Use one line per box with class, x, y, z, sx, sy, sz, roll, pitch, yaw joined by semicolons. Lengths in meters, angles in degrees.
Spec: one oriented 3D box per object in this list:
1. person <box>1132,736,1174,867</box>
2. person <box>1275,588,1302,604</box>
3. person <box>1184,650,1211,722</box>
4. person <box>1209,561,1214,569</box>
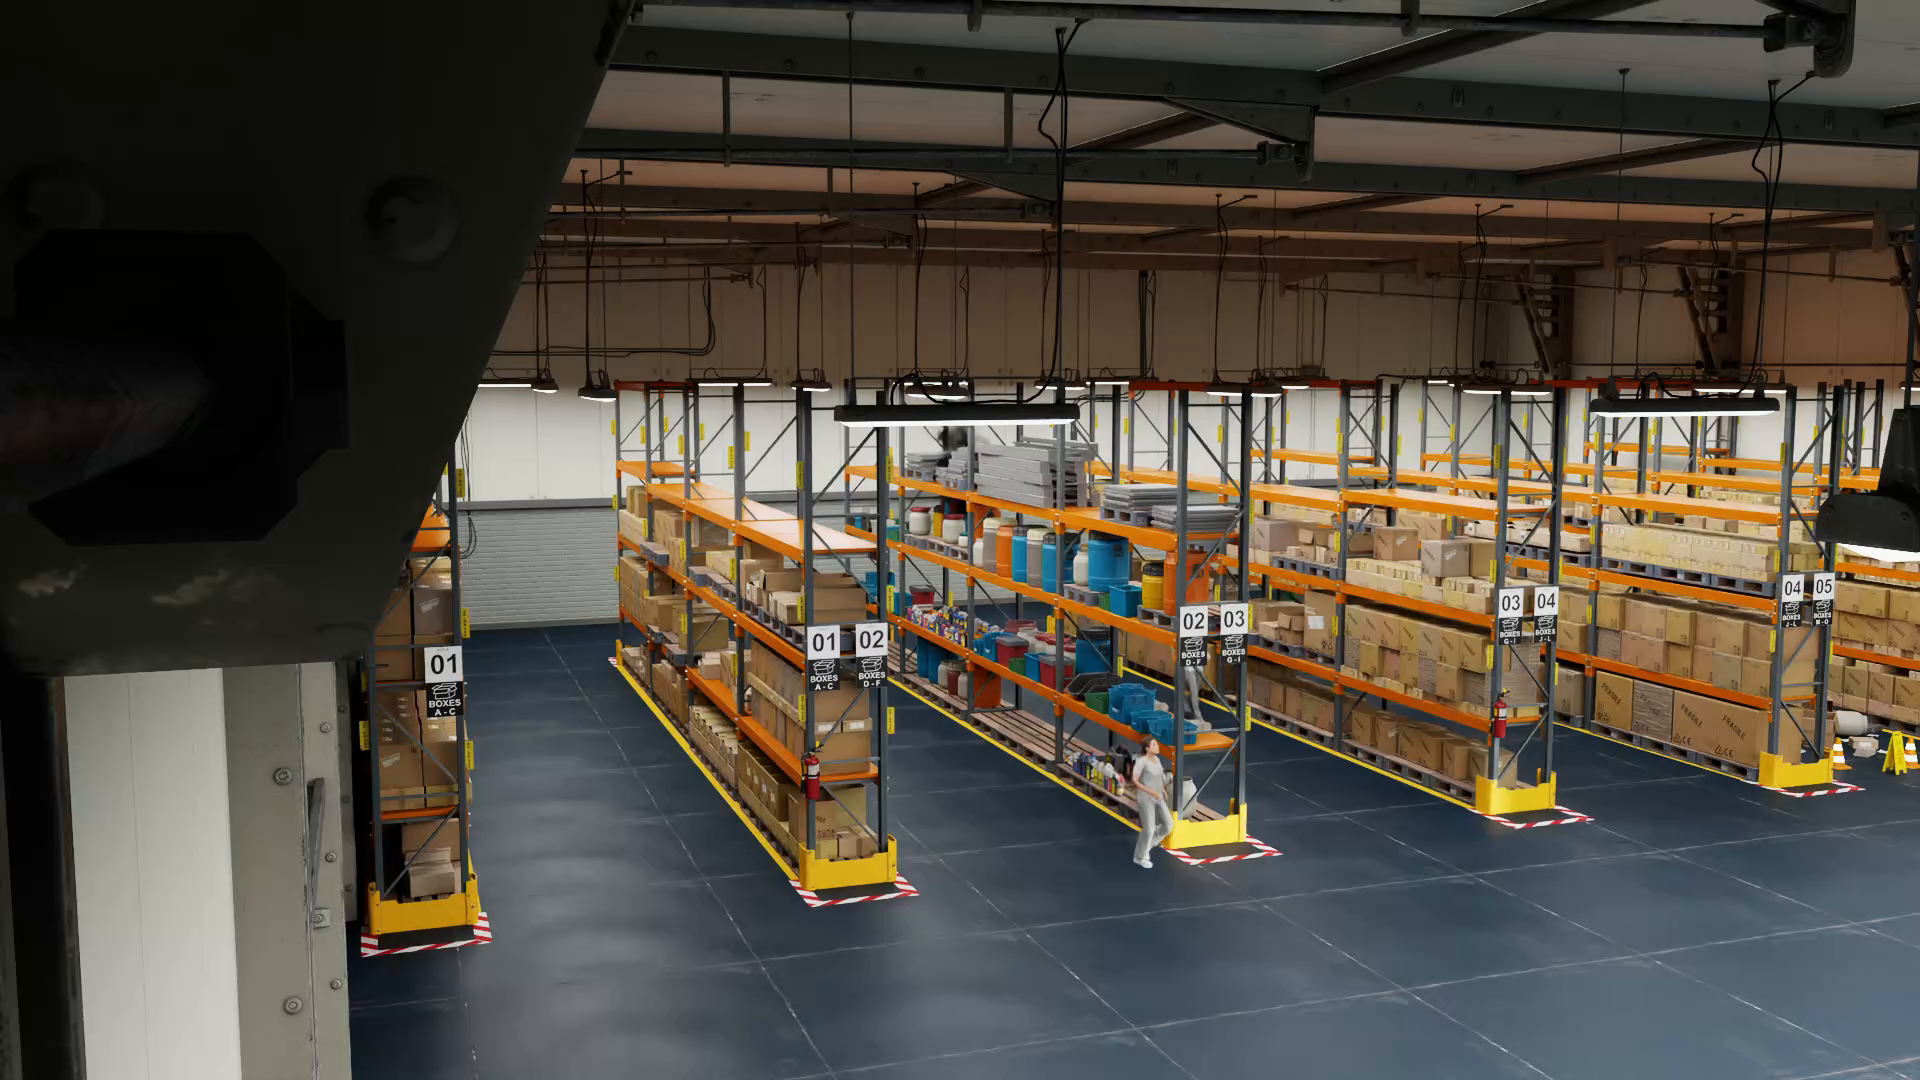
person;2.454;3.303;21.022;0.591;1.645;0.494;-6;8;-43
person;8.116;1.031;41.437;1.002;1.774;0.659;-2;7;-22
person;4.164;2.345;29.560;0.611;1.681;0.921;-3;7;-23
person;5.996;1.214;40.775;0.735;1.634;0.657;5;8;38
